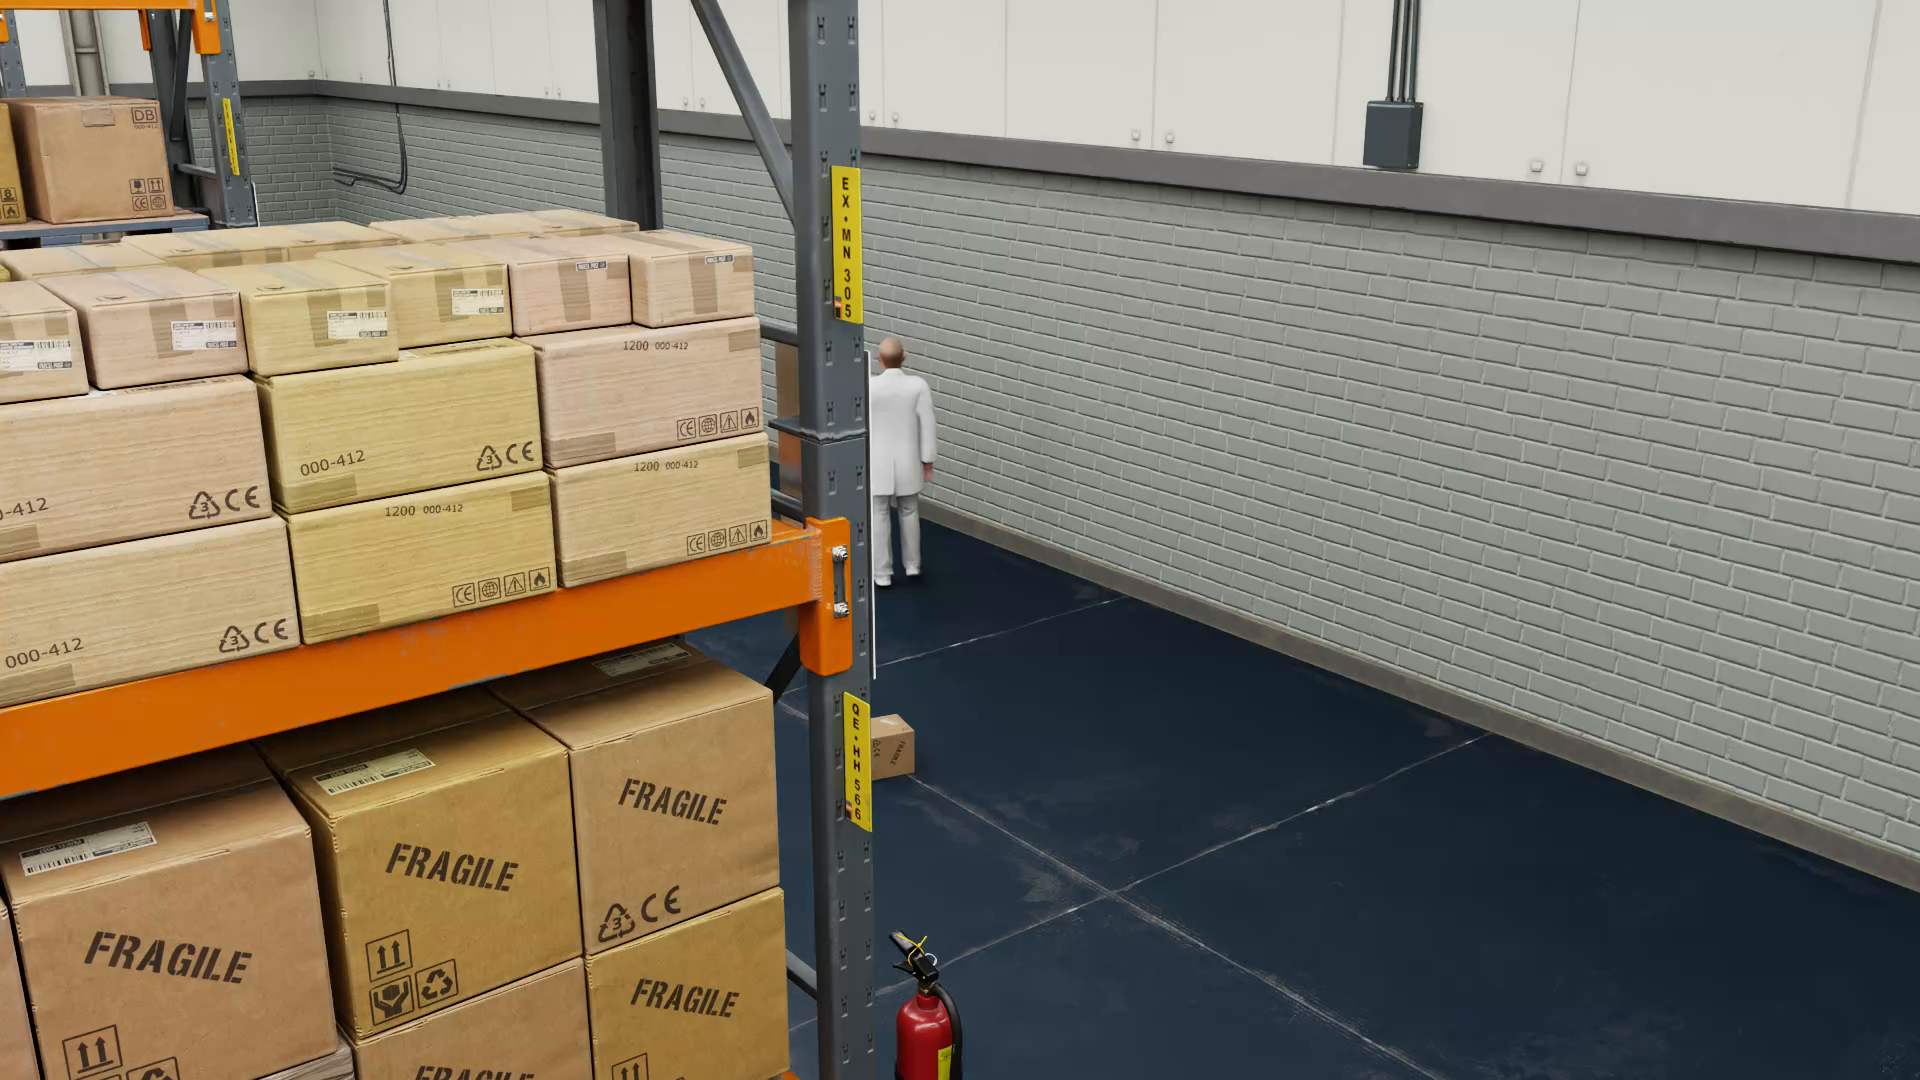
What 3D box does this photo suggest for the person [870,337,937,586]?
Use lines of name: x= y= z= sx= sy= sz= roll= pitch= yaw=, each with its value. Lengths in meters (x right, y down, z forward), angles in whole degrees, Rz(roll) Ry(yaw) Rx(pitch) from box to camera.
person: x=-0.502 y=-0.574 z=11.896 sx=0.624 sy=1.810 sz=0.536 roll=-4 pitch=18 yaw=-12
